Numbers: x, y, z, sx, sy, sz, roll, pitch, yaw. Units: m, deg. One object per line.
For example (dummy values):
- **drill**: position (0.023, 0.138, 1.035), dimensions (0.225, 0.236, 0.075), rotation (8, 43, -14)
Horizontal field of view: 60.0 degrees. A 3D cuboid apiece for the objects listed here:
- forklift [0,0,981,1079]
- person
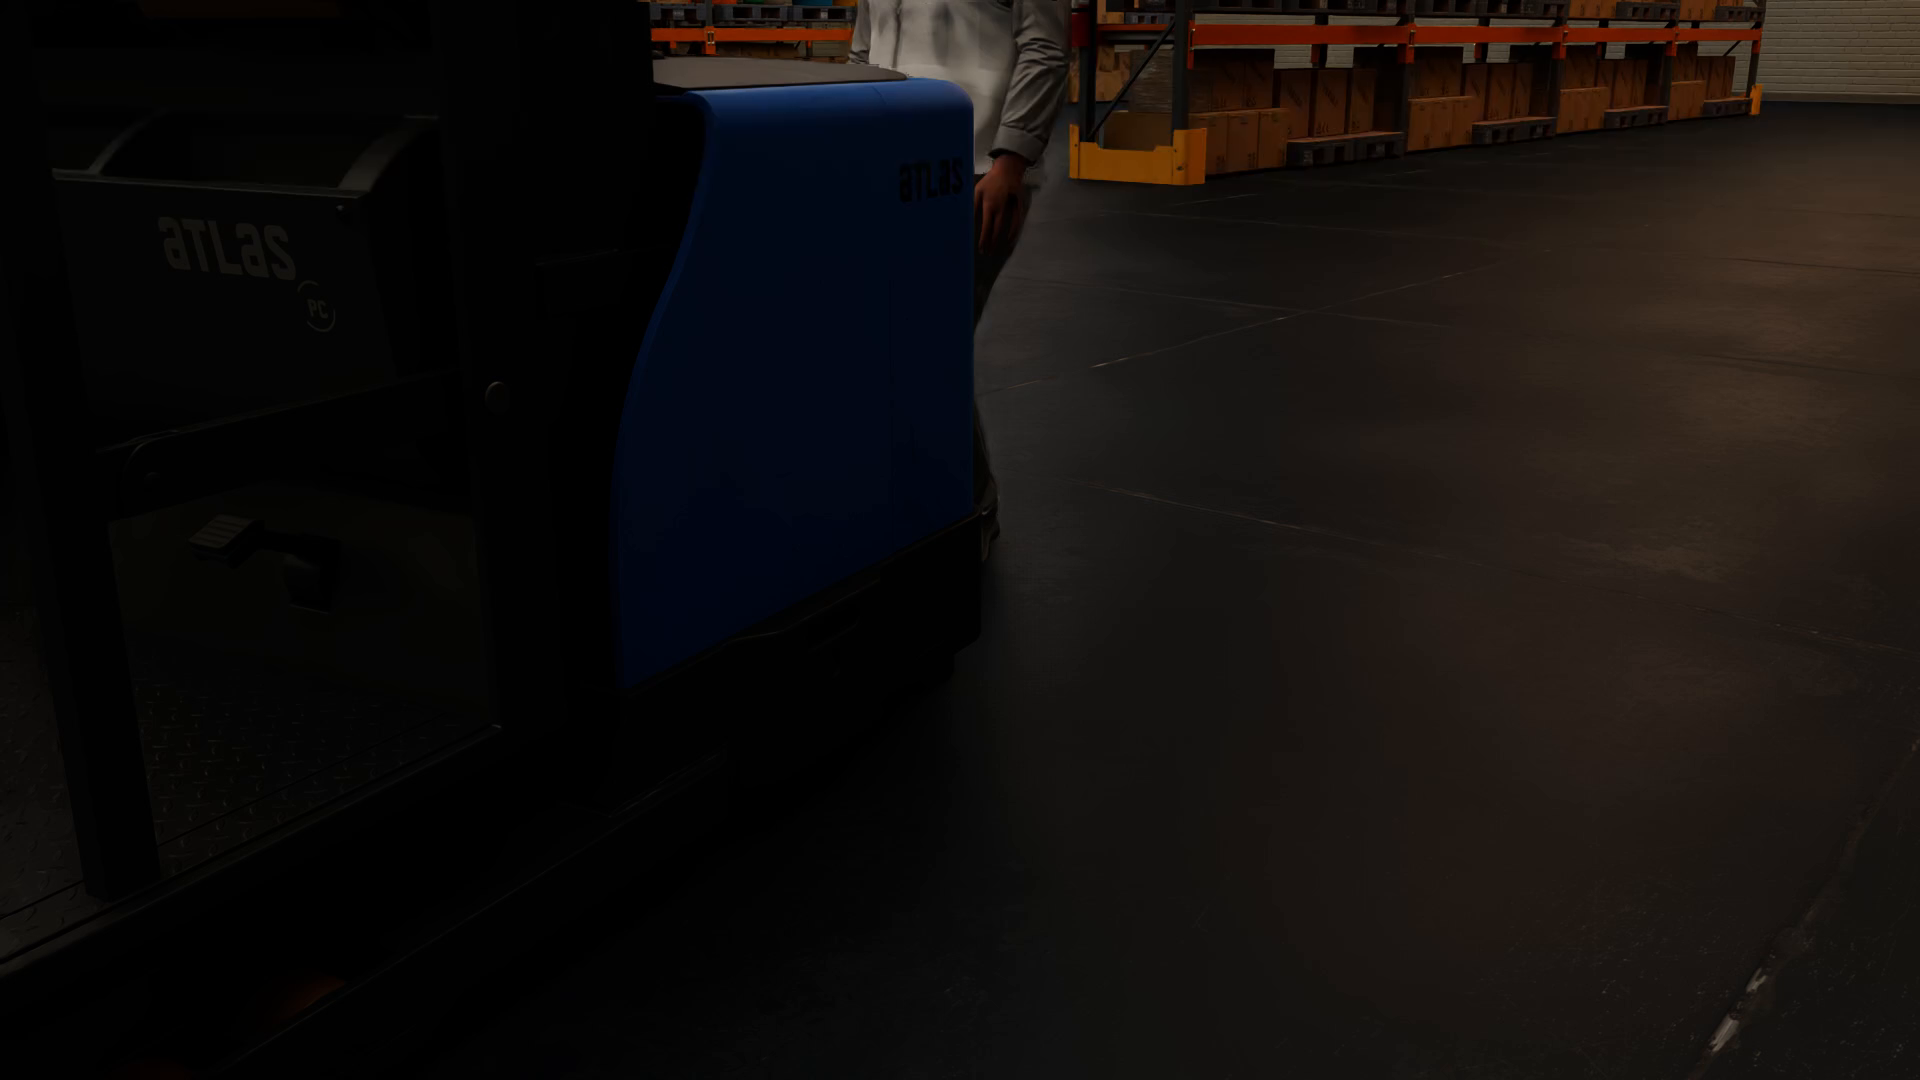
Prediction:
- **forklift**: position (-1.111, -0.860, 1.730), dimensions (1.130, 2.935, 3.031), rotation (9, 19, 27)
- **person**: position (-0.126, -0.780, 3.553), dimensions (0.608, 1.752, 0.673), rotation (-14, 22, -39)
